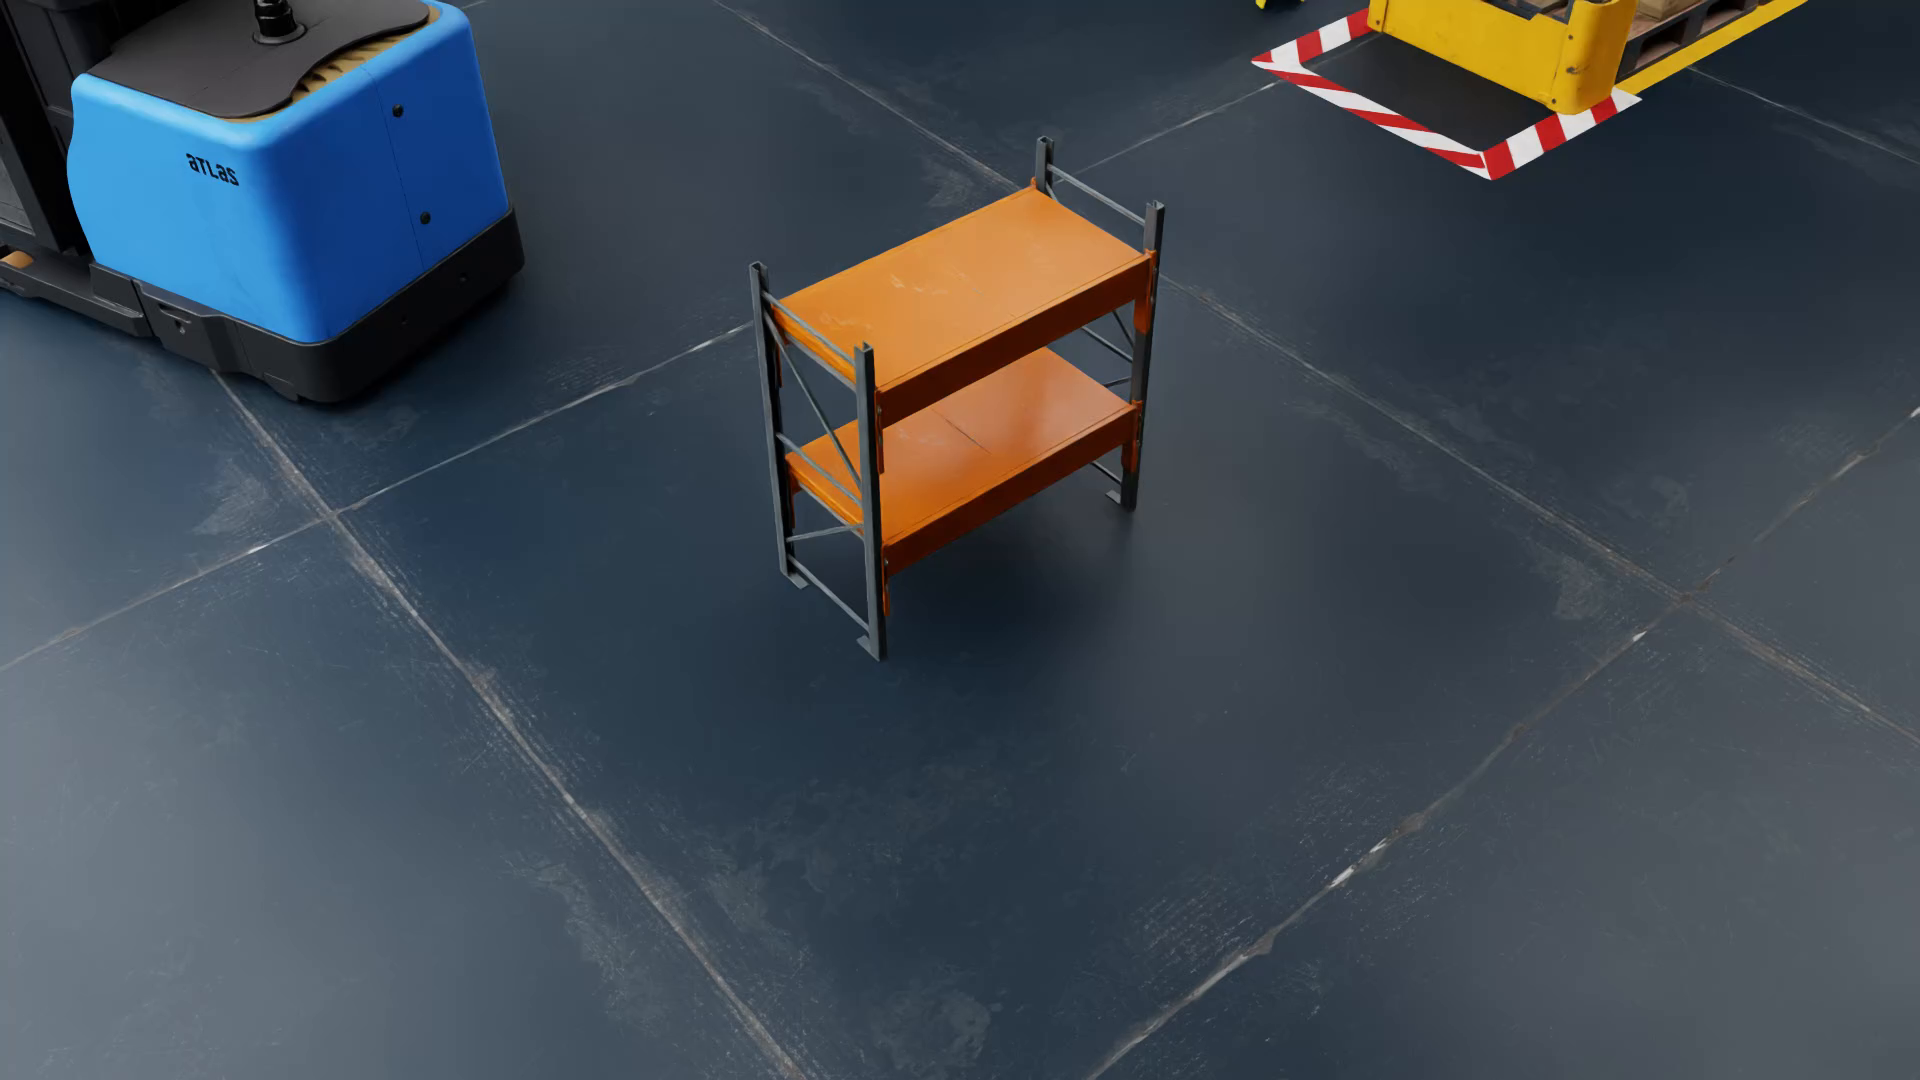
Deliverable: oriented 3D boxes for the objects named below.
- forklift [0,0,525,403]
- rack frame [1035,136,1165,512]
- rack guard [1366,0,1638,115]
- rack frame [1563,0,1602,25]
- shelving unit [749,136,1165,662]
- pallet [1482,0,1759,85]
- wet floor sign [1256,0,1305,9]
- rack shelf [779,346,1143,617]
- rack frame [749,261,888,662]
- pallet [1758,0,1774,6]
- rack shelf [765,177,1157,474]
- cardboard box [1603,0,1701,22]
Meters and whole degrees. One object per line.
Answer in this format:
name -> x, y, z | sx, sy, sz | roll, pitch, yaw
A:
forklift -> -3.177, -2.271, 5.527 | 3.031, 2.935, 1.130 | 21, 47, 21
rack frame -> 0.395, -0.636, 5.106 | 0.032, 1.125, 0.500 | -30, 51, -28
rack guard -> 2.397, -2.389, 7.429 | 0.348, 0.500, 1.175 | -30, 51, -28
rack frame -> 2.339, -3.267, 6.537 | 0.127, 3.000, 1.000 | -30, 51, -28
shelving unit -> 0.005, -0.413, 4.868 | 1.048, 1.125, 0.538 | -30, 51, -28
pallet -> 3.043, -2.622, 7.888 | 1.213, 0.211, 1.003 | -30, 51, -28
wet floor sign -> 1.507, -2.887, 7.853 | 0.232, 0.644, 0.267 | -14, 45, -14
rack shelf -> 0.005, -0.235, 5.035 | 1.000, 0.278, 0.538 | -30, 51, -28
rack frame -> -0.385, -0.190, 4.630 | 0.032, 1.125, 0.500 | -30, 51, -28
pallet -> 3.978, -3.155, 8.455 | 1.213, 0.211, 1.003 | -30, 51, -28
rack shelf -> 0.005, -0.626, 4.668 | 1.000, 0.278, 0.538 | -30, 51, -28
cardboard box -> 3.135, -2.627, 7.558 | 0.500, 0.250, 0.500 | -30, 51, -28
